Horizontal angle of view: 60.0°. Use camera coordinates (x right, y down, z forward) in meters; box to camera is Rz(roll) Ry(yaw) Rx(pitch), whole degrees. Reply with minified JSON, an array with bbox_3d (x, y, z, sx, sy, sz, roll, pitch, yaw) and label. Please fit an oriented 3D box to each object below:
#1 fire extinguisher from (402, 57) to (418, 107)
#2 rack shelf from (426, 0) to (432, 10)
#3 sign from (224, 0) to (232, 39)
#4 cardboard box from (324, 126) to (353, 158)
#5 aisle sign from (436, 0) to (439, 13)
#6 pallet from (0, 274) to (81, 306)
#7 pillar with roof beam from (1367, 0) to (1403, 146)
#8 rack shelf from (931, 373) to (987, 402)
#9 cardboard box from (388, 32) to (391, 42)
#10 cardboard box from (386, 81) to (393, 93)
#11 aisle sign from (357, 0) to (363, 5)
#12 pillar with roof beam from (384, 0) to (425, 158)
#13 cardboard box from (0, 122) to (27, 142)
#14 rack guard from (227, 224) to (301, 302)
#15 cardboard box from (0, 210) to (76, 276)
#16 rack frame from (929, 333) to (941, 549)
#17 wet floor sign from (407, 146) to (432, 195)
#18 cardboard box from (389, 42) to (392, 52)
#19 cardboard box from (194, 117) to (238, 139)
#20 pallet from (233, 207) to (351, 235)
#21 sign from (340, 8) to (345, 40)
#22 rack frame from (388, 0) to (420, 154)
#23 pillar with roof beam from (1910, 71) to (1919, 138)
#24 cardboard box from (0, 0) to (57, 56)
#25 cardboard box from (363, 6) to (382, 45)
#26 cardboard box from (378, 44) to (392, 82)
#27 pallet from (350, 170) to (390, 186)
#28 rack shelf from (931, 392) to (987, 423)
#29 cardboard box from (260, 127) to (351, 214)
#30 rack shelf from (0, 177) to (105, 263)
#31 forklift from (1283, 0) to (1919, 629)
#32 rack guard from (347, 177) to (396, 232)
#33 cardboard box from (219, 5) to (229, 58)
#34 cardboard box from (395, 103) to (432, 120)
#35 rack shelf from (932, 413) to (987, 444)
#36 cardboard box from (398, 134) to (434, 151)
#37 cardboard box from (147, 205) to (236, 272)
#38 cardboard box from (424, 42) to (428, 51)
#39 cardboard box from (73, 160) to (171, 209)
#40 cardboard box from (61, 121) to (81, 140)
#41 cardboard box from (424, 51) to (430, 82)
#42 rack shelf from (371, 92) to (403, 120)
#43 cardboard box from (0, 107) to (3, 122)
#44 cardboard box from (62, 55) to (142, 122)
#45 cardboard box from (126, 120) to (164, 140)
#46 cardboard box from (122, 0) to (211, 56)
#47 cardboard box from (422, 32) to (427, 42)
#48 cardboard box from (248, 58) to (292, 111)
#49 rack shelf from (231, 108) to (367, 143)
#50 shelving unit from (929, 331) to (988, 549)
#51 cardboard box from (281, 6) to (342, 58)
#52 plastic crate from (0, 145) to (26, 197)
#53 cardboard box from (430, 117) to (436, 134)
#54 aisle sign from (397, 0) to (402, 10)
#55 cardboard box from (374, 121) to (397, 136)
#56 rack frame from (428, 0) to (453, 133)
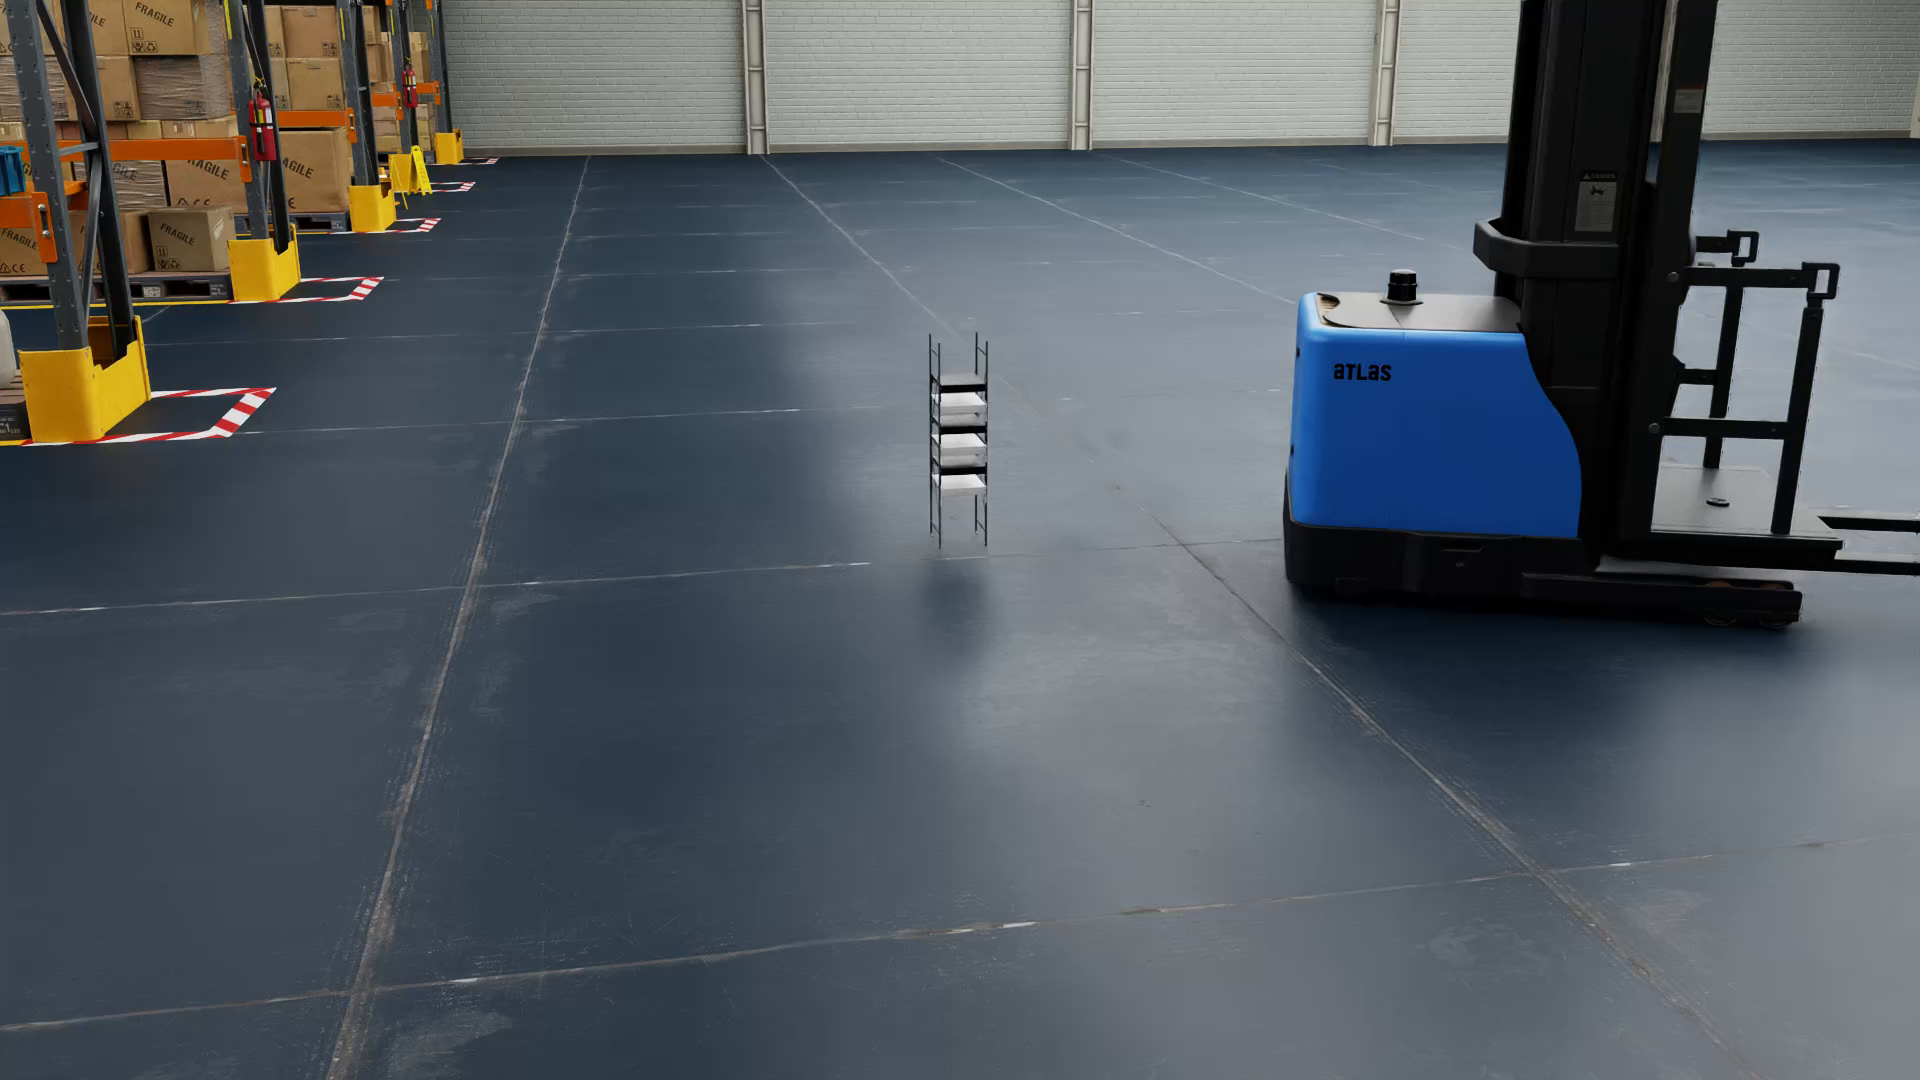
[{"bbox_3d":[-7.540,-6.272,22.756,0.183,0.674,0.296,-3,17,-10],"label":"fire extinguisher"},{"bbox_3d":[-10.649,-8.845,27.117,4.000,0.370,1.077,-3,17,-10],"label":"rack shelf"},{"bbox_3d":[-5.774,-4.122,13.114,0.005,0.325,0.100,-3,17,-10],"label":"sign"},{"bbox_3d":[-8.477,-5.561,22.998,0.500,0.500,0.500,-3,17,-10],"label":"cardboard box"},{"bbox_3d":[-8.565,-9.028,27.169,0.004,0.787,0.394,-3,17,-10],"label":"aisle sign"},{"bbox_3d":[-7.934,-2.140,13.918,1.213,0.211,1.003,-3,17,-10],"label":"pallet"},{"bbox_3d":[8.950,-10.717,26.877,0.400,9.000,9.100,-3,17,-10],"label":"pillar with roof beam"},{"bbox_3d":[-0.008,-0.656,7.109,0.200,0.077,0.258,-3,17,-10],"label":"rack shelf"},{"bbox_3d":[-9.233,-8.263,27.324,0.250,0.149,0.380,-3,17,-10],"label":"cardboard box"},{"bbox_3d":[-8.113,-6.356,23.326,0.250,0.149,0.380,-3,17,-10],"label":"cardboard box"},{"bbox_3d":[-6.689,-6.347,18.441,0.004,0.787,0.394,-3,17,-10],"label":"aisle sign"},{"bbox_3d":[-8.723,-9.714,23.612,0.400,9.000,9.100,-3,17,-10],"label":"pillar with roof beam"},{"bbox_3d":[-7.553,-3.269,13.276,0.250,0.149,0.380,-3,17,-10],"label":"cardboard box"},{"bbox_3d":[-5.934,-2.380,14.208,0.348,0.500,1.175,-3,17,-10],"label":"rack guard"},{"bbox_3d":[-7.675,-2.482,13.826,0.500,0.500,0.500,-2,17,-5],"label":"cardboard box"},{"bbox_3d":[-0.108,-0.424,7.160,0.006,0.900,0.240,-3,17,-10],"label":"rack frame"},{"bbox_3d":[-7.350,-5.012,22.532,0.232,0.644,0.267,3,17,9],"label":"wet floor sign"},{"bbox_3d":[-9.218,-8.101,27.304,0.250,0.149,0.380,-3,17,-10],"label":"cardboard box"},{"bbox_3d":[-6.101,-3.383,13.646,0.250,0.149,0.380,-3,17,-10],"label":"cardboard box"},{"bbox_3d":[-7.472,-3.614,18.719,1.213,0.211,1.003,-3,17,-10],"label":"pallet"},{"bbox_3d":[-6.612,-5.524,17.812,0.005,0.325,0.100,-3,17,-10],"label":"sign"},{"bbox_3d":[-7.740,-6.436,23.156,0.127,3.000,1.000,-3,17,-10],"label":"rack frame"},{"bbox_3d":[20.732,-11.385,29.053,0.400,9.000,9.100,-3,17,-10],"label":"pillar with roof beam"},{"bbox_3d":[-7.334,-4.088,13.134,0.500,0.500,0.500,-3,17,-10],"label":"cardboard box"},{"bbox_3d":[-8.200,-7.012,22.653,0.500,0.500,0.700,-4,17,-12],"label":"cardboard box"},{"bbox_3d":[-8.258,-6.679,23.272,0.500,0.500,0.500,-4,17,-11],"label":"cardboard box"},{"bbox_3d":[-8.619,-5.063,23.437,1.213,0.211,1.003,-3,17,-10],"label":"pallet"},{"bbox_3d":[-0.008,-0.570,7.135,0.200,0.077,0.258,-3,17,-10],"label":"rack shelf"},{"bbox_3d":[-7.355,-4.143,18.594,0.875,0.875,0.875,-3,17,-10],"label":"cardboard box"},{"bbox_3d":[-6.884,-1.696,8.949,4.000,0.370,1.077,-3,17,-10],"label":"rack shelf"},{"bbox_3d":[2.859,-1.236,6.345,3.031,2.935,1.130,3,17,9],"label":"forklift"},{"bbox_3d":[-6.678,-3.821,18.900,0.348,0.500,1.175,-3,17,-10],"label":"rack guard"},{"bbox_3d":[-8.171,-5.543,18.156,0.550,0.550,0.875,-3,17,-10],"label":"cardboard box"},{"bbox_3d":[-9.078,-7.115,27.633,0.500,0.250,0.500,-3,17,-9],"label":"cardboard box"},{"bbox_3d":[-0.008,-0.484,7.162,0.200,0.077,0.258,-3,17,-10],"label":"rack shelf"},{"bbox_3d":[-9.087,-6.635,27.774,0.500,0.250,0.500,-3,17,-10],"label":"cardboard box"},{"bbox_3d":[-6.476,-2.555,14.063,0.500,0.500,0.500,0,17,0],"label":"cardboard box"},{"bbox_3d":[-9.067,-8.280,27.886,0.250,0.149,0.380,-4,17,-12],"label":"cardboard box"},{"bbox_3d":[-9.114,-4.043,18.269,0.875,0.875,0.875,-3,17,-10],"label":"cardboard box"},{"bbox_3d":[-7.083,-3.329,13.470,0.250,0.149,0.380,-3,17,-10],"label":"cardboard box"},{"bbox_3d":[-9.224,-7.967,27.970,0.500,0.500,0.500,-3,17,-9],"label":"cardboard box"},{"bbox_3d":[-9.703,-5.980,22.899,4.000,0.370,1.077,-3,17,-10],"label":"rack shelf"},{"bbox_3d":[-7.865,-3.644,13.389,0.500,0.500,0.875,-3,17,-10],"label":"cardboard box"},{"bbox_3d":[-6.873,-3.684,13.519,0.500,0.500,0.875,-3,17,-10],"label":"cardboard box"},{"bbox_3d":[-6.582,-3.341,13.508,0.250,0.149,0.380,-3,17,-10],"label":"cardboard box"},{"bbox_3d":[-6.353,-4.145,13.318,0.500,0.500,0.500,-3,17,-10],"label":"cardboard box"},{"bbox_3d":[-9.055,-8.409,27.800,0.250,0.149,0.380,-4,17,-12],"label":"cardboard box"},{"bbox_3d":[-7.593,-5.015,18.276,0.550,0.550,0.875,-3,17,-10],"label":"cardboard box"},{"bbox_3d":[-8.665,-4.559,18.271,4.000,0.370,1.077,-3,17,-10],"label":"rack shelf"},{"bbox_3d":[-0.008,-0.430,7.178,0.210,0.900,0.258,-3,17,-10],"label":"shelving unit"},{"bbox_3d":[-7.073,-5.593,18.317,0.550,0.550,0.875,-3,17,-10],"label":"cardboard box"},{"bbox_3d":[-5.355,-1.966,8.856,0.616,0.251,0.499,-3,17,-10],"label":"plastic crate"},{"bbox_3d":[-9.186,-7.025,28.192,0.500,0.250,0.500,-3,17,-9],"label":"cardboard box"},{"bbox_3d":[-7.624,-7.598,22.513,0.004,0.787,0.394,-3,17,-10],"label":"aisle sign"},{"bbox_3d":[-9.598,-6.850,27.620,0.500,0.250,0.500,-3,17,-11],"label":"cardboard box"},{"bbox_3d":[-8.685,-7.866,27.814,0.127,3.000,1.000,-3,17,-10],"label":"rack frame"}]
